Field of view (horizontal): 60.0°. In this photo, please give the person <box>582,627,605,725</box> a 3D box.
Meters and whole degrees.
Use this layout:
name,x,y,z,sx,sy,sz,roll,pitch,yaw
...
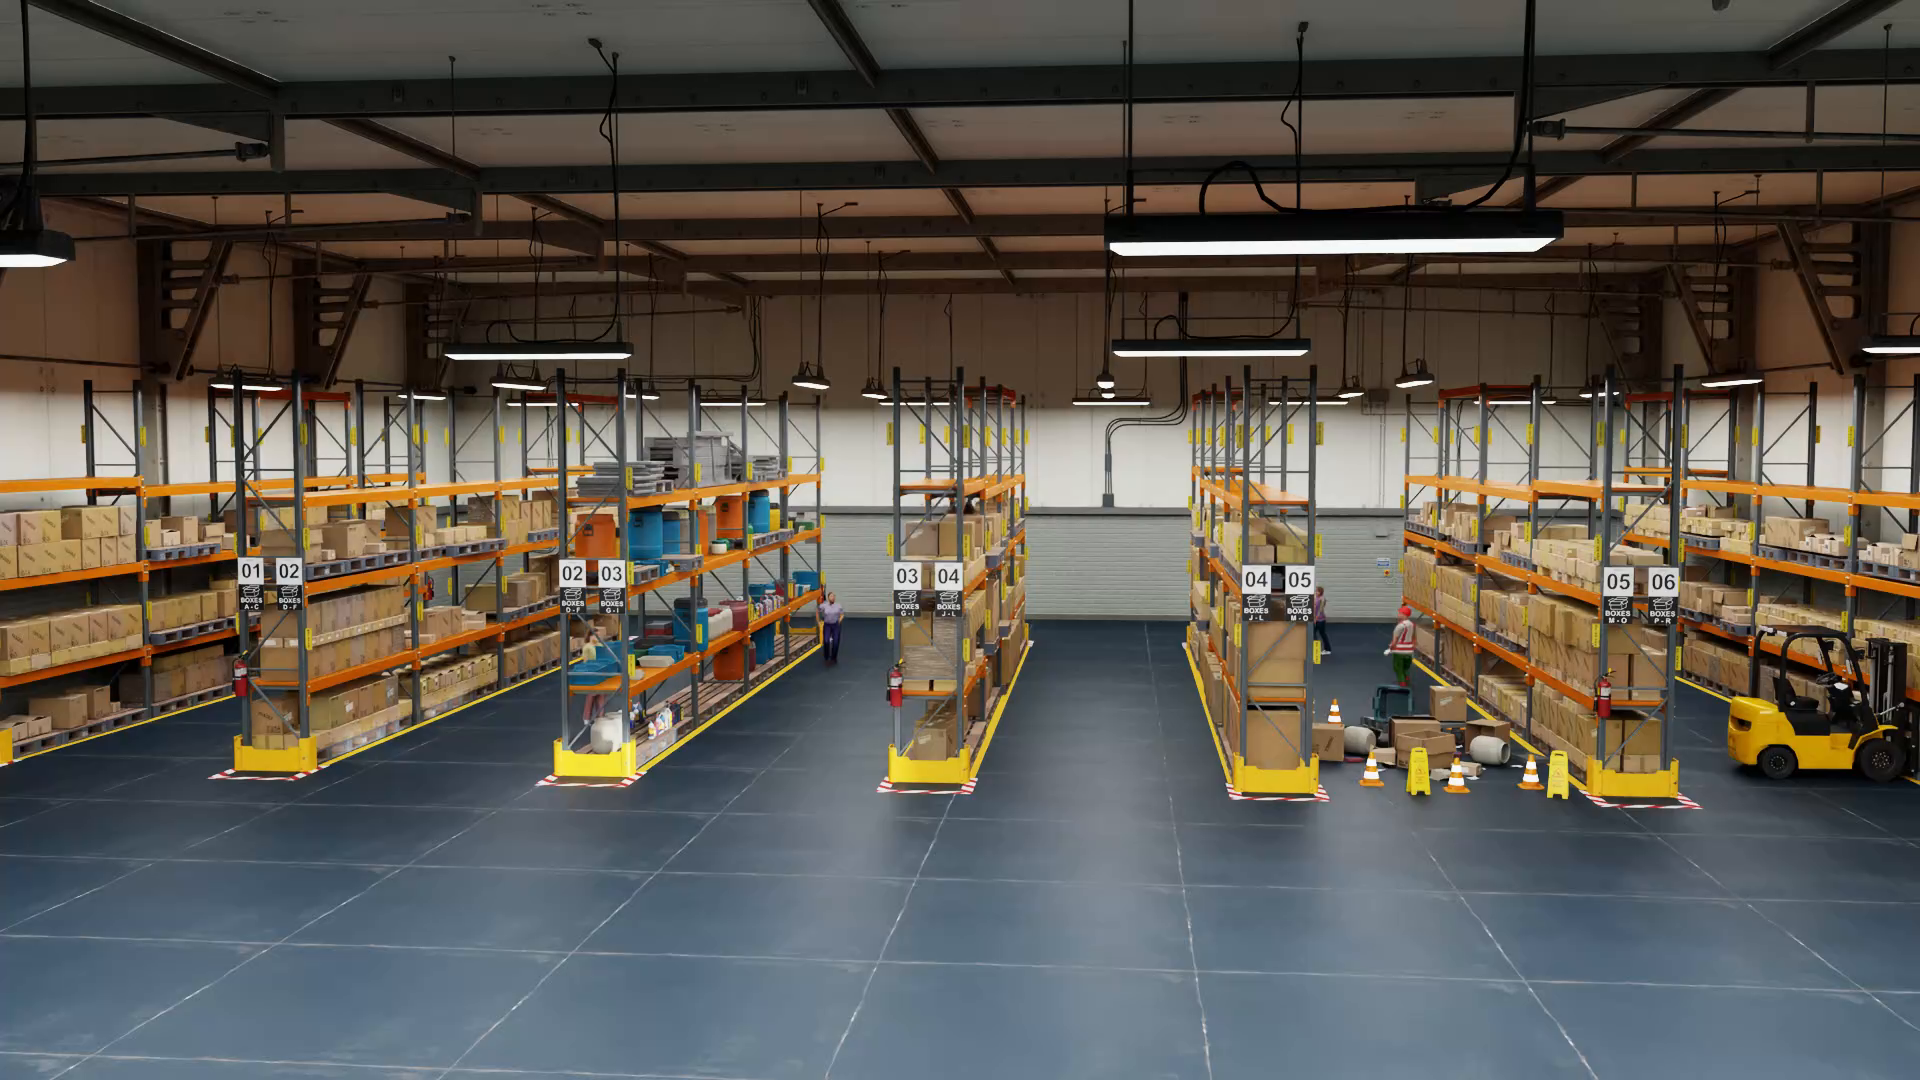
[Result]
name,x,y,z,sx,sy,sz,roll,pitch,yaw
person,-6.383,2.396,29.072,0.425,1.724,0.504,3,5,40

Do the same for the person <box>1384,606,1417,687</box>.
name,x,y,z,sx,sy,sz,roll,pitch,yaw
person,8.332,2.155,31.370,0.623,1.821,0.542,-1,4,-9

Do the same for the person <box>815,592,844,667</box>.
name,x,y,z,sx,sy,sz,roll,pitch,yaw
person,-2.842,1.958,36.354,0.642,1.641,0.621,0,4,-7

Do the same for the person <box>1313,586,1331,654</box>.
name,x,y,z,sx,sy,sz,roll,pitch,yaw
person,8.141,1.841,38.090,0.742,1.565,0.489,0,4,5
